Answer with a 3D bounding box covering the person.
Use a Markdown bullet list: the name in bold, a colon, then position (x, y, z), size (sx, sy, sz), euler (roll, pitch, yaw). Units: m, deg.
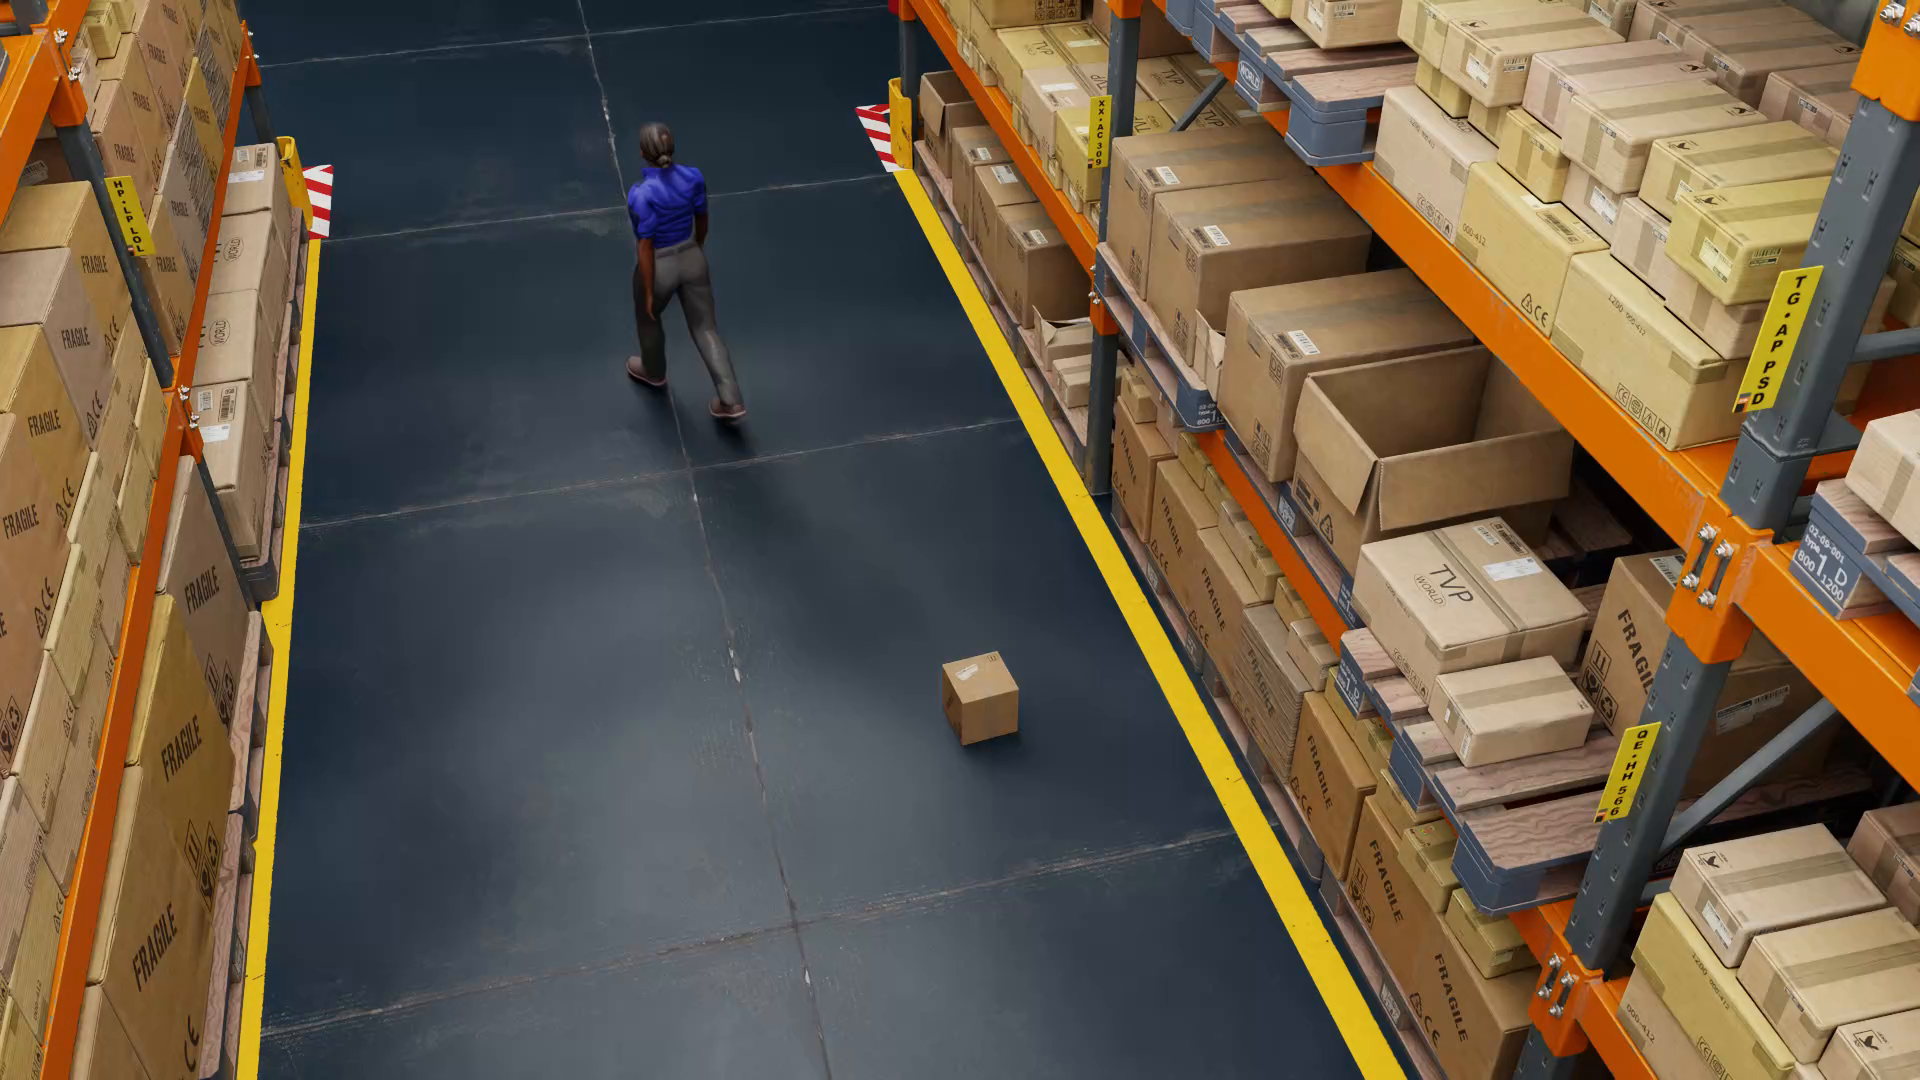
- **person**: position (-1.455, -1.391, 8.465), size (0.464, 1.604, 0.968), euler (-24, 44, -28)
